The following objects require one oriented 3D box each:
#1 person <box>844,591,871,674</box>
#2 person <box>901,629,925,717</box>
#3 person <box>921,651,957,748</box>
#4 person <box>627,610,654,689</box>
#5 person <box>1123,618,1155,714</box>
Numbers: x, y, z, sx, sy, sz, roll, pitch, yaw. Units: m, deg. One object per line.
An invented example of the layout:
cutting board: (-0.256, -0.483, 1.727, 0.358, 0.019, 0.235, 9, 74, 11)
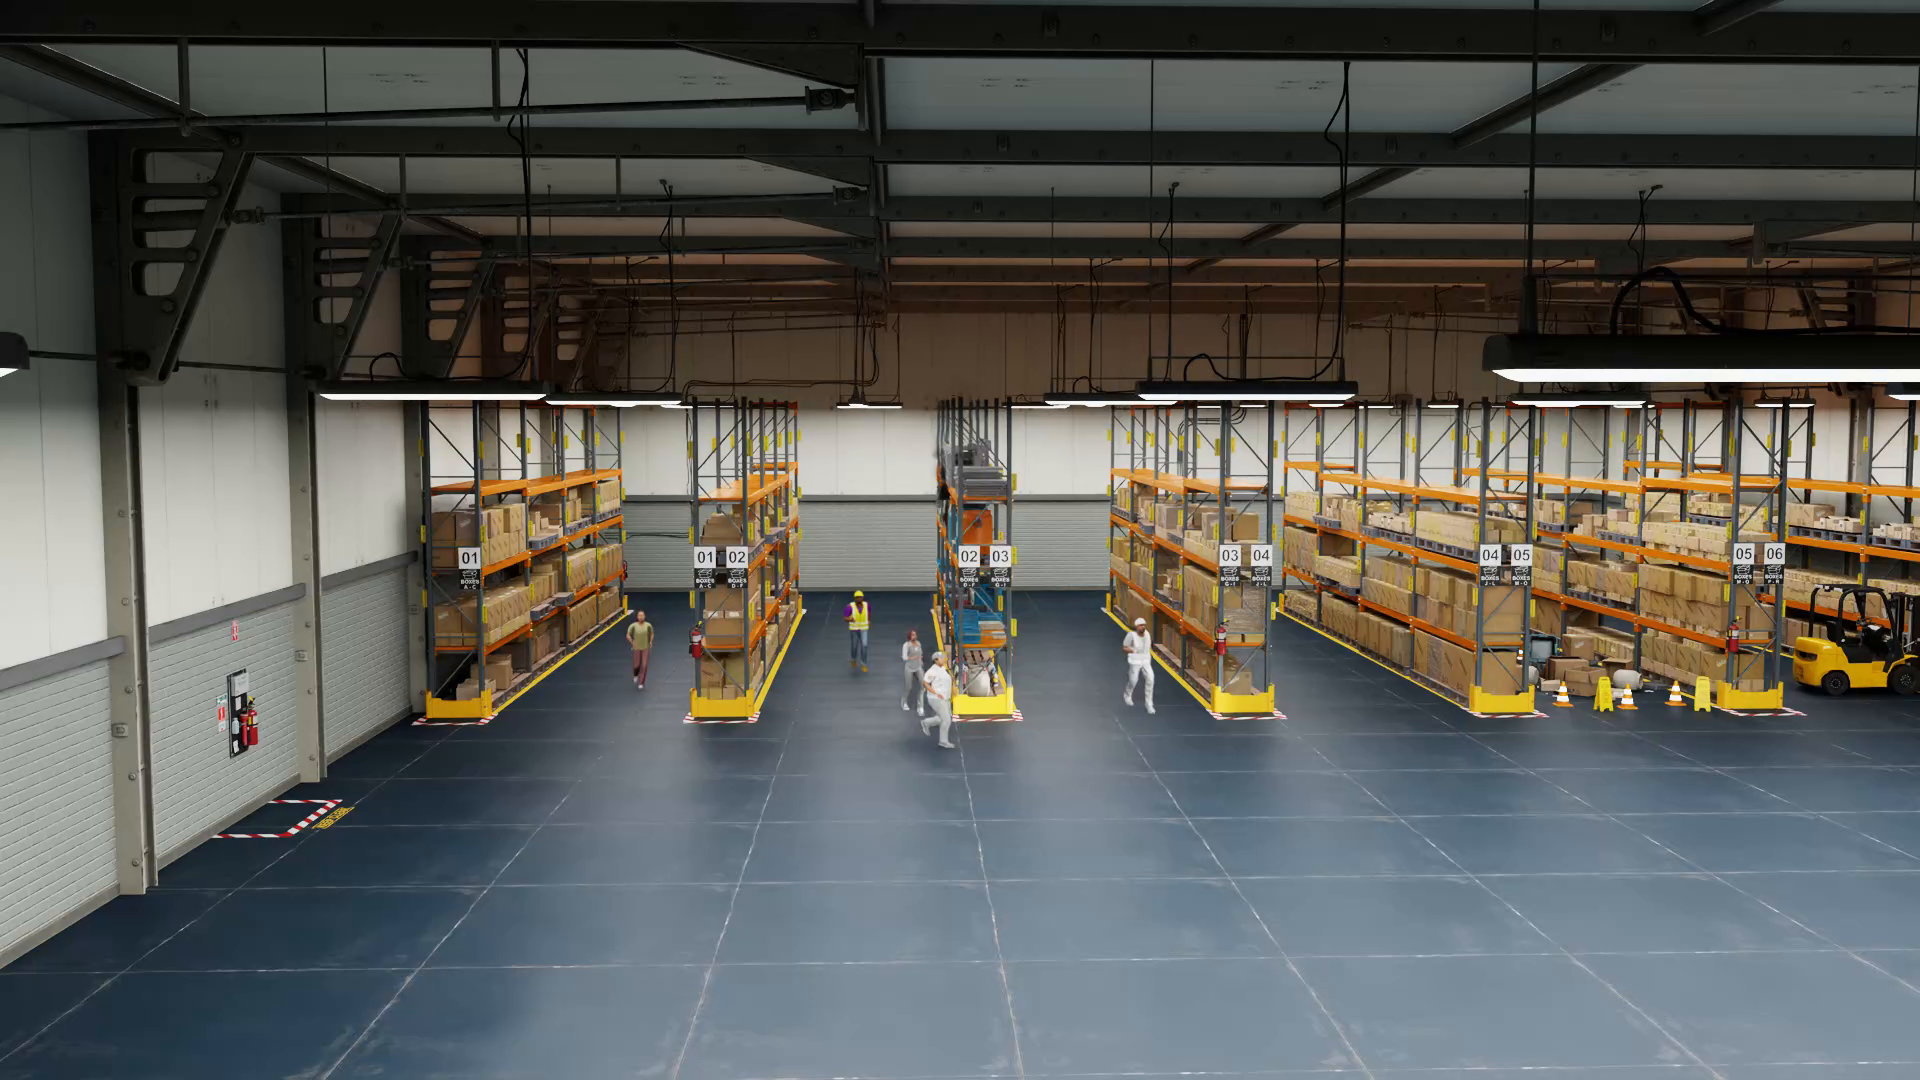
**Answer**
person: (-2.257, 1.998, 36.701, 0.640, 1.796, 0.890, -1, 4, -9)
person: (-0.883, 2.496, 31.406, 0.509, 1.646, 0.719, -2, 5, -27)
person: (-0.404, 2.724, 28.492, 0.694, 1.644, 0.607, 2, 5, 25)
person: (-6.600, 2.252, 34.413, 0.565, 1.623, 0.544, -2, 5, -19)
person: (3.409, 2.385, 31.861, 0.700, 1.820, 0.887, -2, 5, -20)
